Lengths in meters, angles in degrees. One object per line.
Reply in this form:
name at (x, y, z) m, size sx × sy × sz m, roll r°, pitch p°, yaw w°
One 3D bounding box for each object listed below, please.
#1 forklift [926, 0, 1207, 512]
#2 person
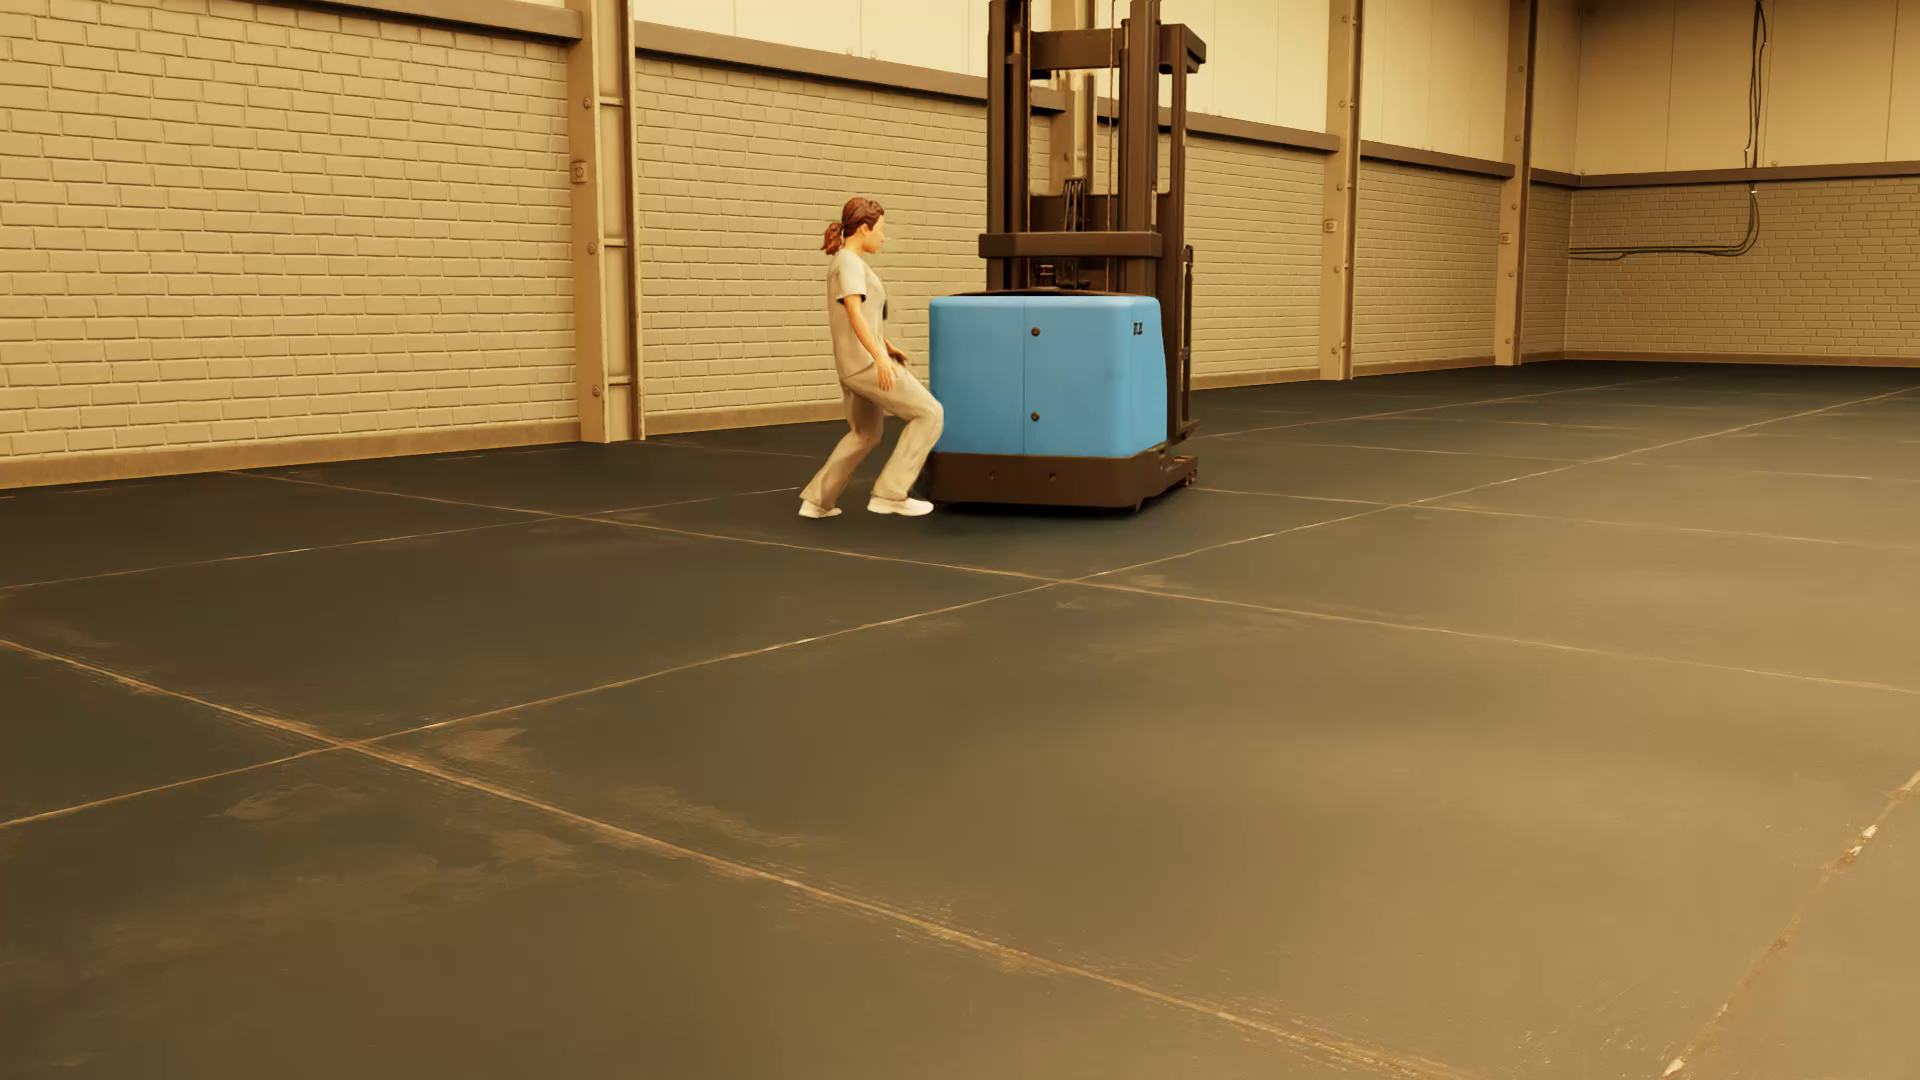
forklift at (0.754, -1.763, 9.330) m, size 1.130 × 2.935 × 3.031 m, roll 3°, pitch 9°, yaw 17°
person at (-0.436, -0.832, 7.873) m, size 0.658 × 1.558 × 0.849 m, roll -1°, pitch 8°, yaw -7°
